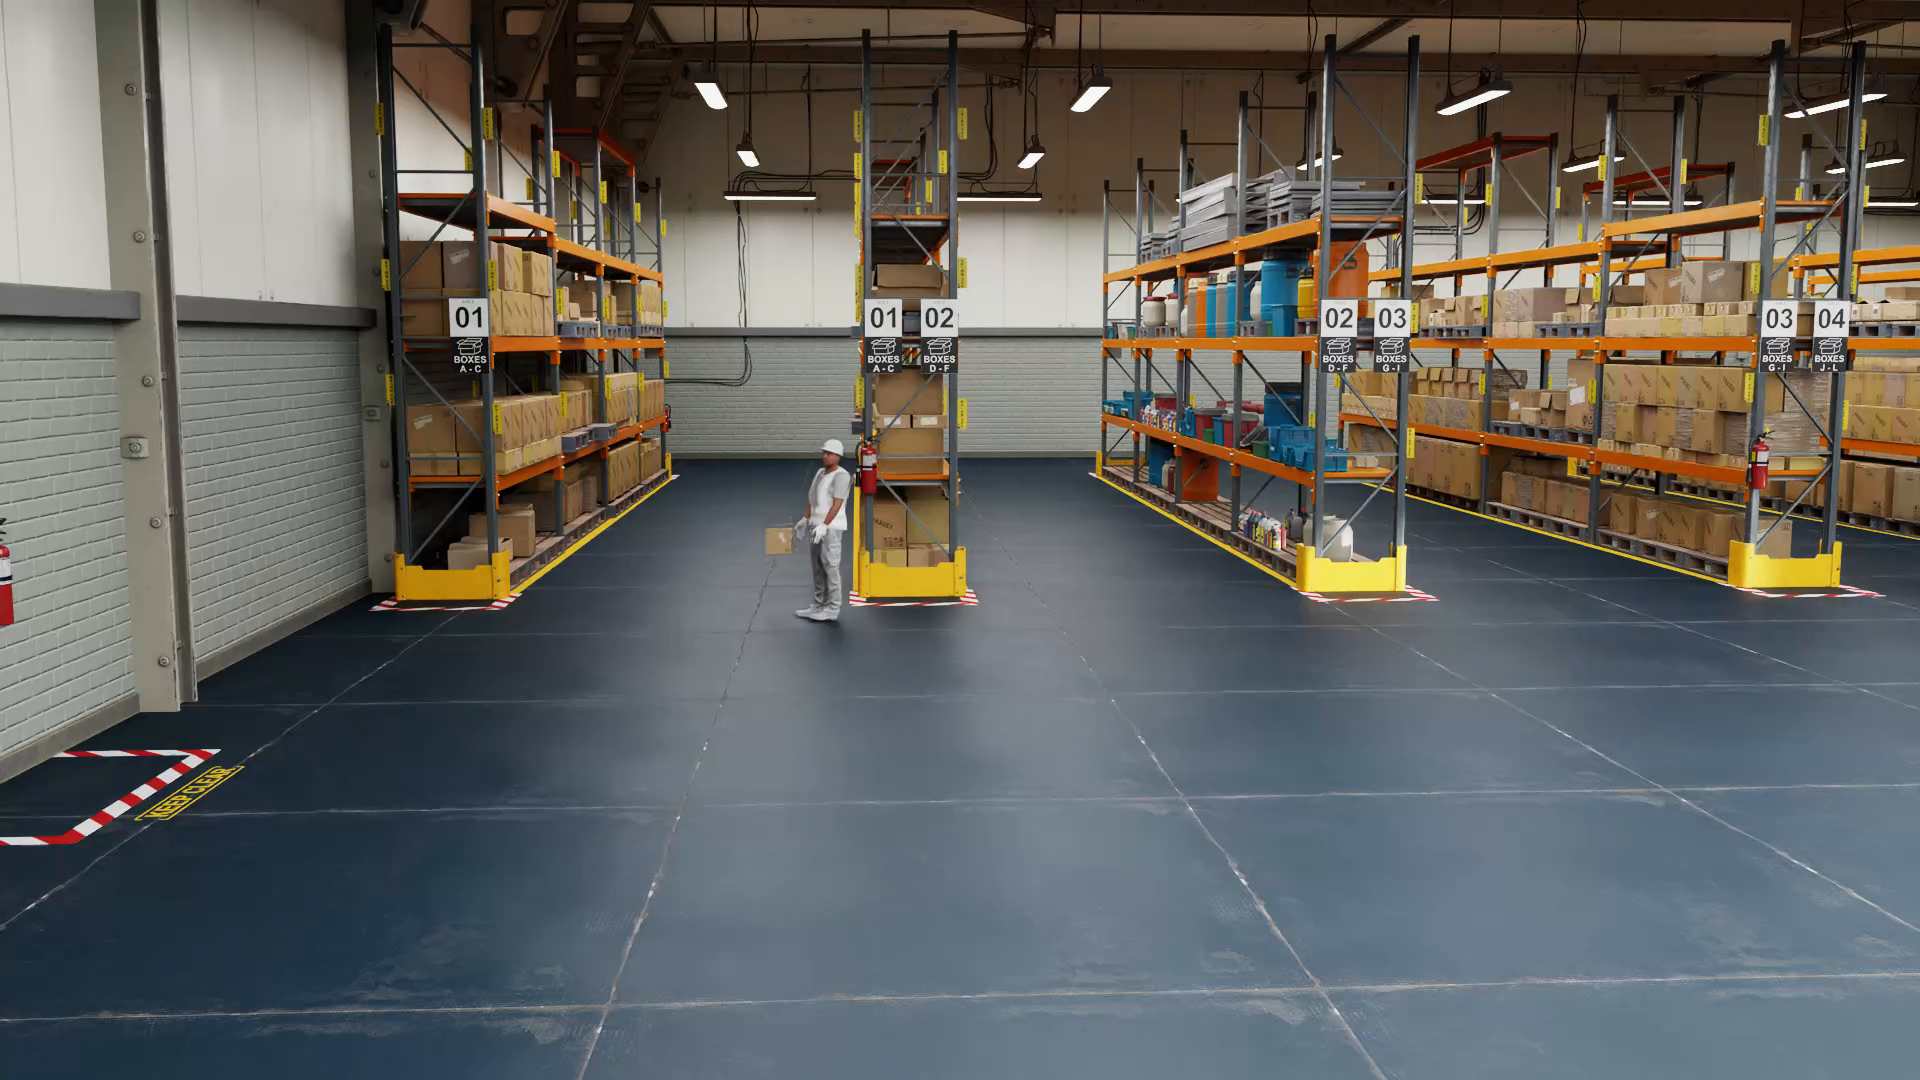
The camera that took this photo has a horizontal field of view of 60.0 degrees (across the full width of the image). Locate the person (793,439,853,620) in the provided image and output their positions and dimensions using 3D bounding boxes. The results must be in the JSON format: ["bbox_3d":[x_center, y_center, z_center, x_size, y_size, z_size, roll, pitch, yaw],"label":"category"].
[{"bbox_3d":[-1.359,-0.104,16.428,0.468,1.791,0.586,-4,8,-30],"label":"person"}]
